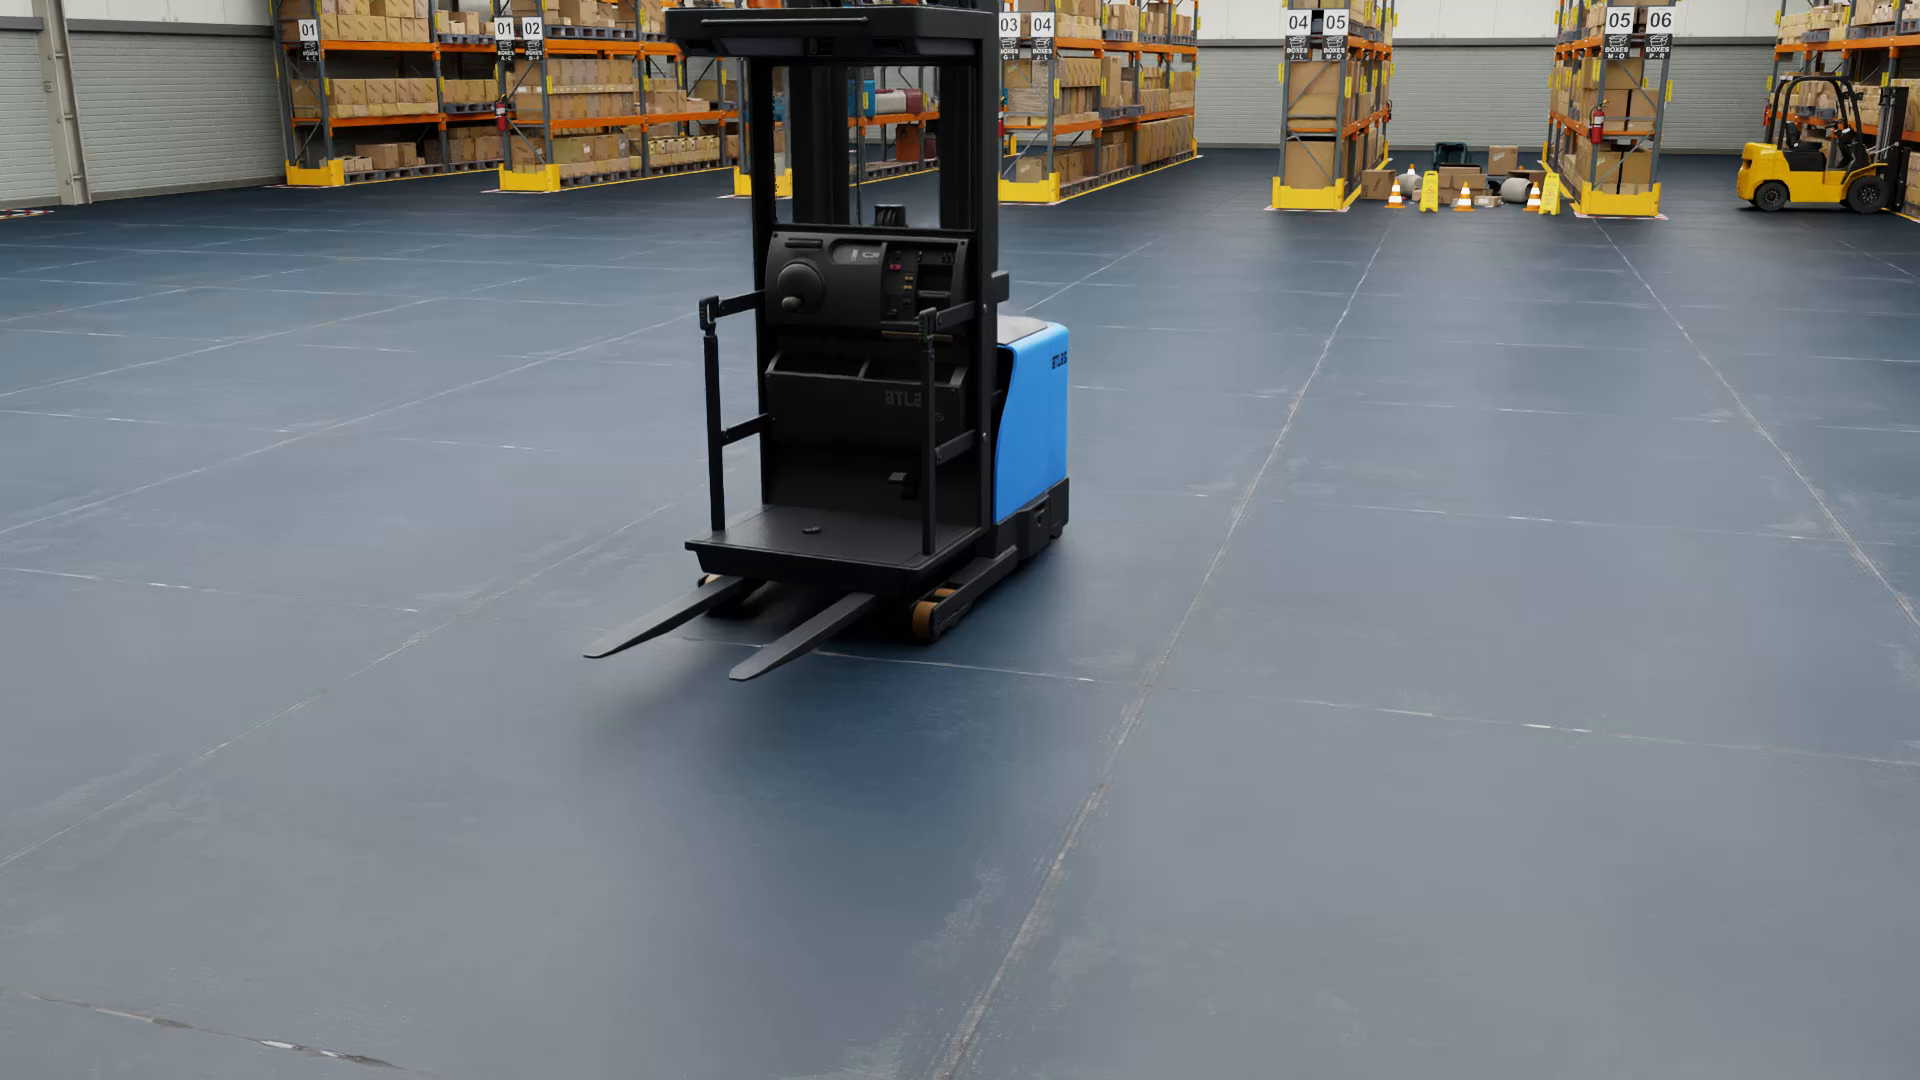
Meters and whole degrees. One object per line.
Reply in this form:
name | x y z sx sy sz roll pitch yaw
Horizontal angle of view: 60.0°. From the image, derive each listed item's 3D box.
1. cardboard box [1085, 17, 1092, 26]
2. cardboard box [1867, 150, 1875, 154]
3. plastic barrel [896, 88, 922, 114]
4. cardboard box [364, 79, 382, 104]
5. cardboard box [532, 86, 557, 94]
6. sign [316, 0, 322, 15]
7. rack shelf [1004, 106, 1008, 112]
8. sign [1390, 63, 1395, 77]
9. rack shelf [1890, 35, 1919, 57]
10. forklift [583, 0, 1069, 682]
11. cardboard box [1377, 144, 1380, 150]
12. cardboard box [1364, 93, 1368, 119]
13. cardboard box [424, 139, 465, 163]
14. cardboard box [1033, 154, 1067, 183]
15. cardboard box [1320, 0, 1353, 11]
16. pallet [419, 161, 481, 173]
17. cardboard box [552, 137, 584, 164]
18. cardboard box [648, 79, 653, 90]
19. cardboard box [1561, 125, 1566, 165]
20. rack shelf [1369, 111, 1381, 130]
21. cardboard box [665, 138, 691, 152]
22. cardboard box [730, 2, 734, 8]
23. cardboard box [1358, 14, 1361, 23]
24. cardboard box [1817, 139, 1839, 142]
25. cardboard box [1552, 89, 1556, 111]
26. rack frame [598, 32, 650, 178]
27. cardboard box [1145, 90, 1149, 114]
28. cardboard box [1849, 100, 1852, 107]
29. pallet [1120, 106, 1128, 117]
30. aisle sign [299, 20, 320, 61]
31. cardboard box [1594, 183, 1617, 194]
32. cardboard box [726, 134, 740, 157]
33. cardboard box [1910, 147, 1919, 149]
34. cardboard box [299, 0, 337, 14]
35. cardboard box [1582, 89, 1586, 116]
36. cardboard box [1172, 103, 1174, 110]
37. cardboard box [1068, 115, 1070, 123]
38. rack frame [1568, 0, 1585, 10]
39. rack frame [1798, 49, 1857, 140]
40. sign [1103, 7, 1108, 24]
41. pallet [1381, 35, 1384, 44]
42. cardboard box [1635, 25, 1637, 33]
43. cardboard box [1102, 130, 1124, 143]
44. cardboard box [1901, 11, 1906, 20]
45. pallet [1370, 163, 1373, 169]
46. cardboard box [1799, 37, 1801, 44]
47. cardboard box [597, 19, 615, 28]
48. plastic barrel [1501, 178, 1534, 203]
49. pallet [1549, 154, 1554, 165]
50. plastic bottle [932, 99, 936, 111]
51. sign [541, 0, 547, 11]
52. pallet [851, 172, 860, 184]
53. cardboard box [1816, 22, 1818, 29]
cardboard box | 2.271 -9.774 31.338 0.380 0.149 0.250 4 16 14
cardboard box | 16.919 -6.775 30.300 0.875 0.625 0.625 4 16 15
plastic barrel | -1.162 -9.879 37.412 0.600 0.536 0.708 5 16 16
cardboard box | -12.366 -9.297 34.473 0.500 0.500 0.500 4 16 14
cardboard box | -8.024 -8.697 32.121 0.380 0.149 0.250 5 16 15
sign | -12.572 -10.455 32.594 0.100 0.325 0.005 5 16 16
rack shelf | 0.385 -11.182 43.574 1.077 0.370 4.000 5 16 16
sign | 10.955 -11.917 42.146 0.100 0.325 0.005 5 16 16
rack shelf | 15.985 -7.949 26.679 1.077 0.370 4.000 5 16 16
forklift | -0.484 -1.124 6.919 1.130 2.935 3.031 6 17 22
cardboard box | 10.035 -9.595 40.569 0.380 0.149 0.250 4 16 15
cardboard box | 7.858 -8.677 33.241 0.500 0.500 0.500 5 17 17
cardboard box | -11.762 -8.883 37.925 0.700 0.500 0.500 5 17 18
cardboard box | 1.682 -6.964 31.196 0.500 0.500 0.500 6 17 21
cardboard box | 6.265 -8.941 27.634 0.500 0.250 0.500 5 16 16
pallet | -11.736 -8.542 38.060 1.003 0.211 1.213 5 16 16
cardboard box | -7.836 -7.744 33.031 0.500 0.500 0.500 5 16 16
cardboard box | -9.102 -12.440 46.140 0.980 0.700 0.700 4 16 13
cardboard box | 13.967 -8.864 37.206 0.875 0.875 0.875 5 17 18
rack shelf | 8.724 -9.340 37.081 1.077 0.370 4.000 5 16 16
cardboard box | -6.413 -8.937 37.582 0.500 0.311 0.500 5 17 17
cardboard box | -5.648 -12.696 40.081 0.500 0.500 0.500 5 16 16
cardboard box | 6.933 -9.303 29.642 0.380 0.149 0.250 5 17 17
cardboard box | 17.991 -8.227 34.460 0.380 0.149 0.250 4 16 13
cardboard box | 14.513 -10.577 39.941 0.500 0.500 0.500 5 16 16
rack frame | -7.205 -9.297 35.610 1.000 3.000 0.127 5 16 16
cardboard box | 3.972 -9.864 37.424 0.500 0.500 0.500 4 16 14
cardboard box | 17.020 -8.227 31.195 0.500 0.250 0.500 4 16 14
pallet | 2.905 -8.961 34.776 1.003 0.211 1.213 5 16 16
aisle sign | -12.825 -9.842 32.768 0.394 0.787 0.004 5 16 16
cardboard box | 10.635 -5.831 27.658 0.500 0.250 0.500 5 16 16
cardboard box | -5.522 -9.587 40.406 0.500 0.500 0.500 4 16 14
cardboard box | 16.599 -6.592 28.509 0.500 0.250 0.500 5 17 17
cardboard box | -12.750 -10.697 32.998 0.500 0.500 0.500 3 16 12
cardboard box | 11.281 -7.724 29.335 0.500 0.500 0.500 5 16 16
cardboard box | 5.043 -10.620 40.735 0.380 0.149 0.250 4 16 14
cardboard box | 1.813 -7.744 30.595 0.380 0.149 0.250 5 16 16
rack frame | 14.067 -12.738 36.749 1.000 3.000 0.127 5 16 16
rack frame | 18.827 -9.468 36.214 1.000 3.000 0.127 5 16 16
sign | 2.814 -10.179 32.277 0.100 0.325 0.005 5 16 16
pallet | 9.014 -11.409 37.904 1.213 0.211 1.003 5 16 16
cardboard box | 11.206 -8.306 27.078 0.380 0.149 0.250 5 16 16
cardboard box | 3.267 -8.766 36.140 0.500 0.250 0.500 5 17 18
cardboard box | 16.135 -8.854 28.058 0.380 0.149 0.250 5 17 17
pallet | 8.727 -8.344 37.361 1.003 0.211 1.213 5 16 16
cardboard box | 18.877 -11.105 36.947 0.380 0.149 0.250 5 16 16
cardboard box | -7.286 -10.552 33.971 0.380 0.149 0.250 5 16 16
plastic barrel | 9.792 -6.131 29.170 0.421 0.421 0.512 -10 19 -32
pallet | 15.051 -9.342 40.879 1.003 0.211 1.213 5 16 16
plastic bottle | -0.608 -10.203 39.019 0.061 0.283 0.133 5 16 16
sign | -7.811 -10.107 31.223 0.100 0.325 0.005 5 16 16
pallet | -2.688 -7.398 34.024 1.003 0.211 1.213 5 16 16
cardboard box | 18.072 -10.726 34.658 0.380 0.149 0.250 4 16 15
